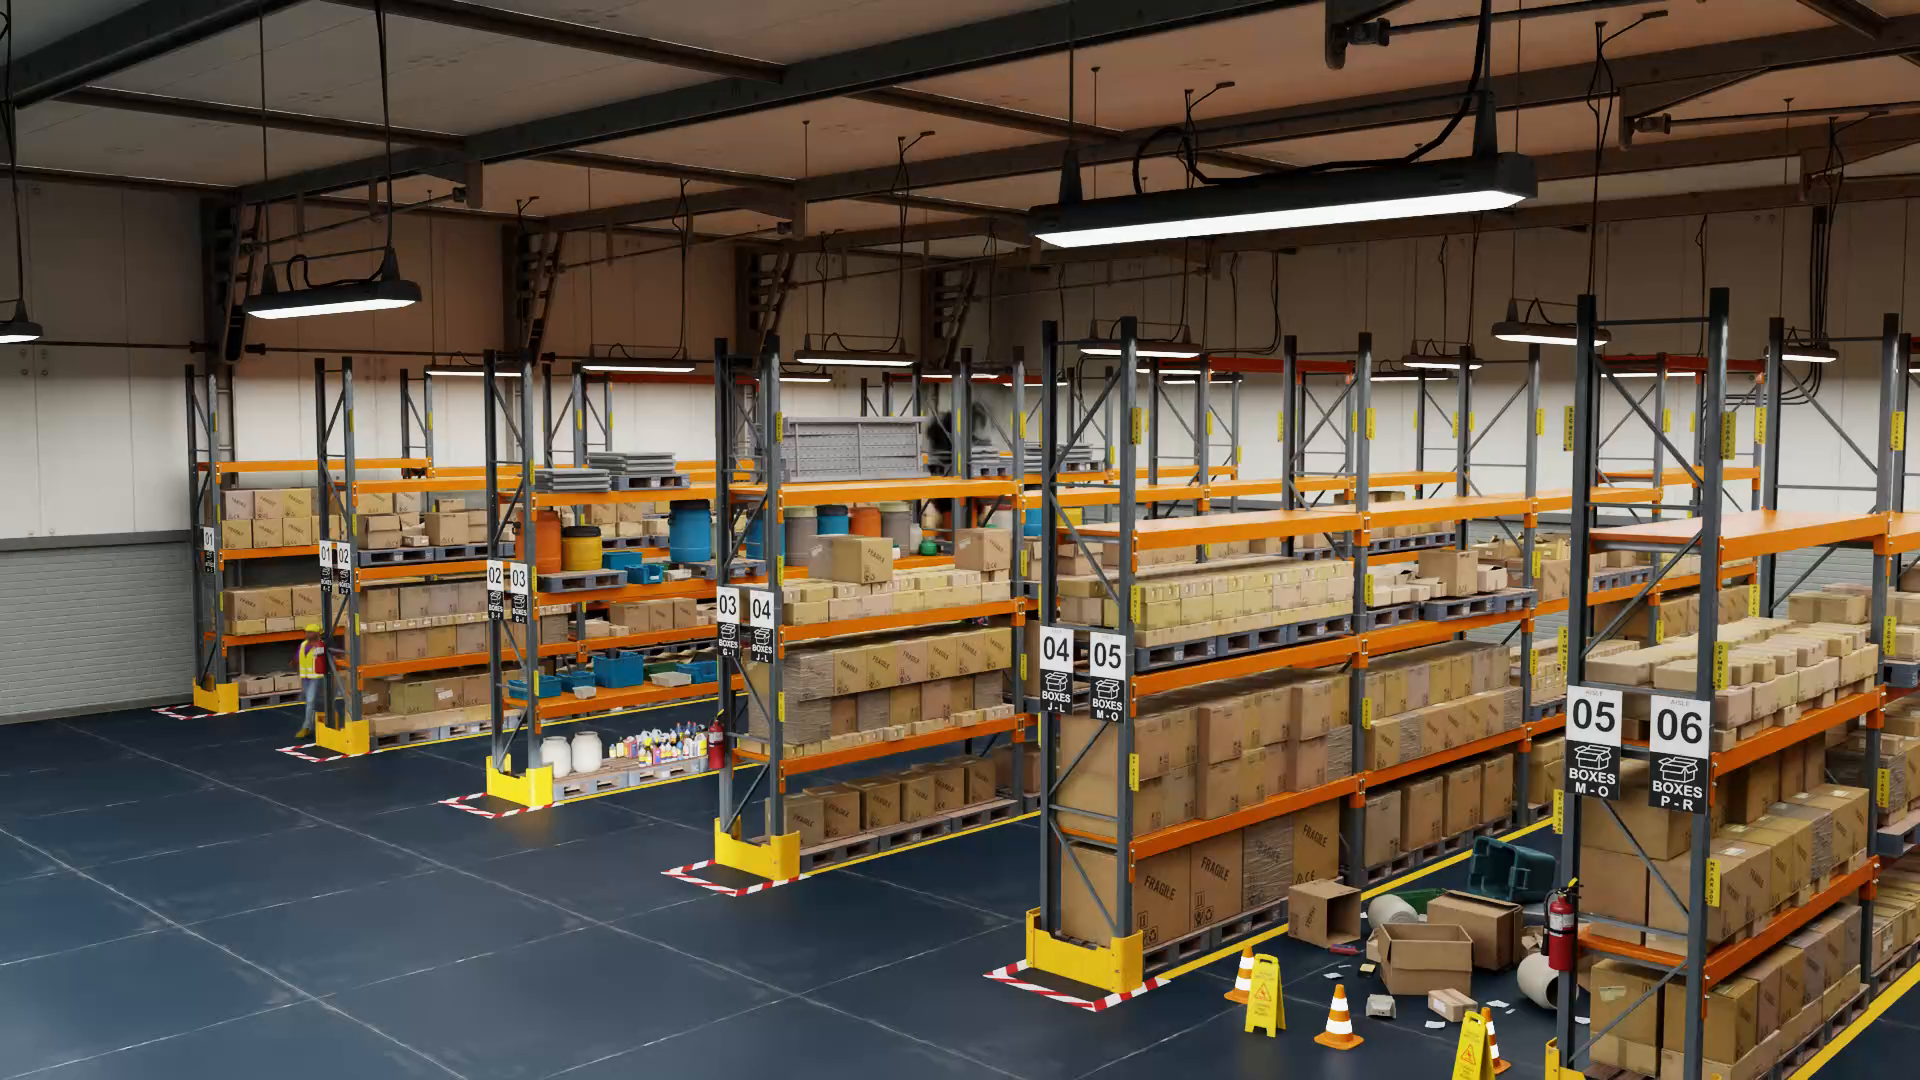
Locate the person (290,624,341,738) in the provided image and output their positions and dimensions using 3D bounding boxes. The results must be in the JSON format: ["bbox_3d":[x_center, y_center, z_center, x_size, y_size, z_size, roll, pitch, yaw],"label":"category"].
[{"bbox_3d":[-10.370,2.216,26.648,0.698,1.764,0.966,2,5,20],"label":"person"}]
